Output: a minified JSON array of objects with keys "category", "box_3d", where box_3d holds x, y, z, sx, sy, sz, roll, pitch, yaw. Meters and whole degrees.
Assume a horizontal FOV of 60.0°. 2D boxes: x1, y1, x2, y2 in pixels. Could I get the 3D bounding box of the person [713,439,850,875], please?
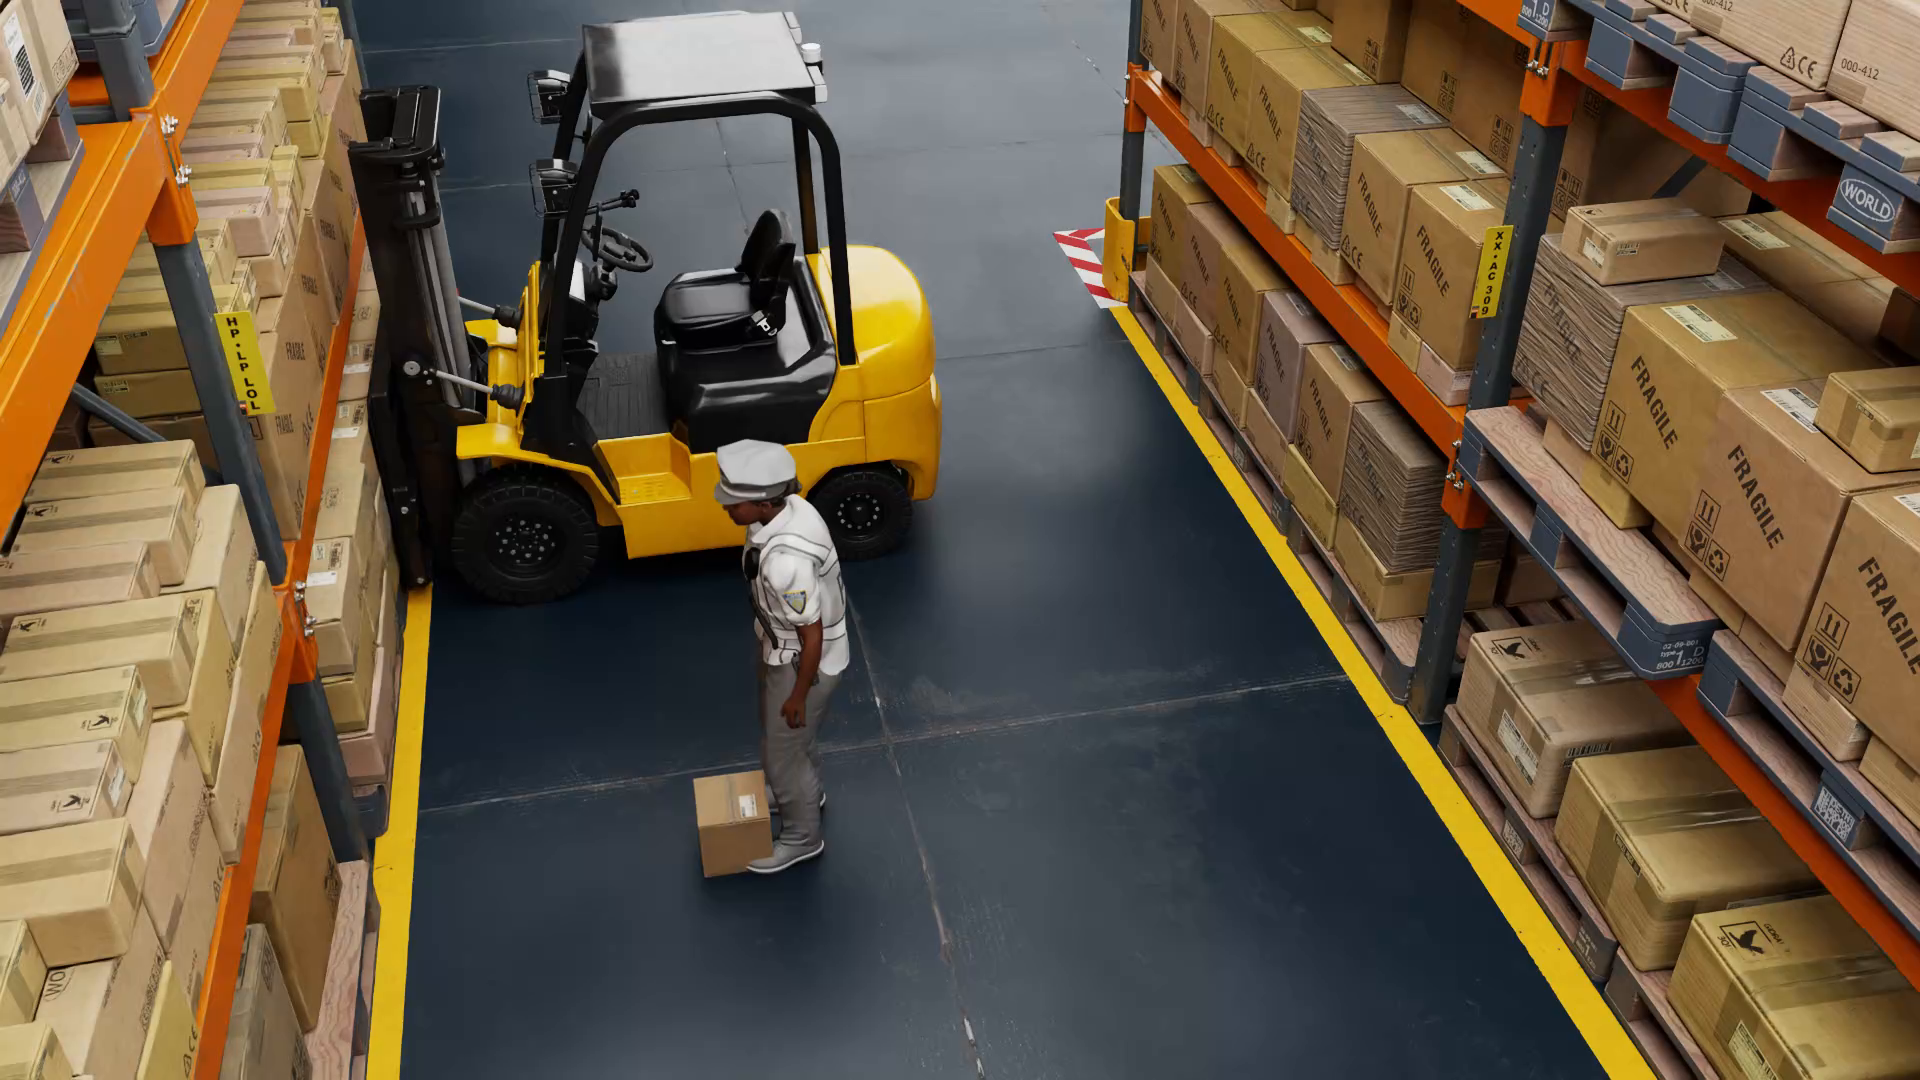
[{"category":"person","box_3d":[-0.592,0.394,5.574,0.426,1.656,0.512,-9,35,-12]}]
